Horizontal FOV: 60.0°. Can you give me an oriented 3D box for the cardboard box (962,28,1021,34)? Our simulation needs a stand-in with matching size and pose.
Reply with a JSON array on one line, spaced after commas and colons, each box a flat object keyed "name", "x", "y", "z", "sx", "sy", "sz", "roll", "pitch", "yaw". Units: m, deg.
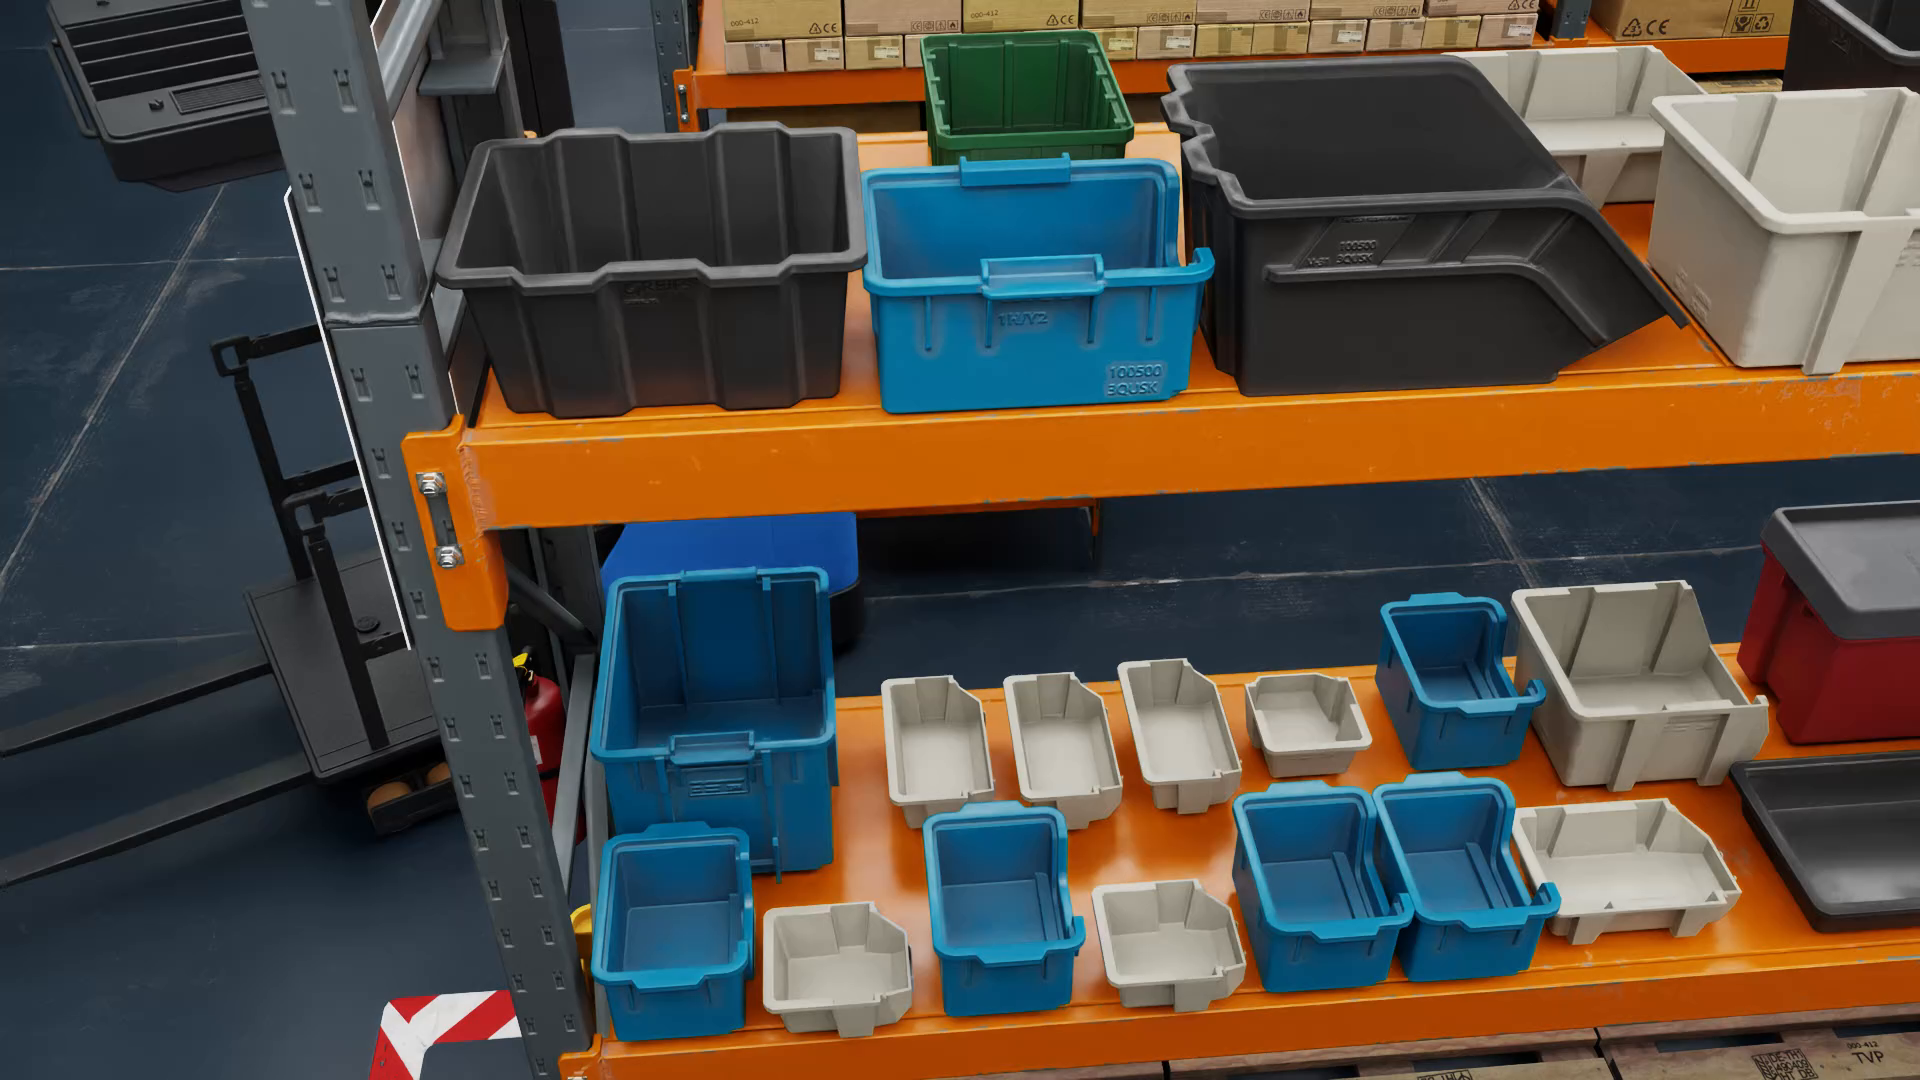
[{"name": "cardboard box", "x": 0.121, "y": -2.253, "z": 7.386, "sx": 0.250, "sy": 0.149, "sz": 0.380, "roll": -4, "pitch": 38, "yaw": -5}]

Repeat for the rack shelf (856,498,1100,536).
[{"name": "rack shelf", "x": 0.016, "y": -0.258, "z": 6.564, "sx": 1.000, "sy": 0.278, "sz": 0.538, "roll": -3, "pitch": 38, "yaw": -4}]

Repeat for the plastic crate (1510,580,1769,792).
[{"name": "plastic crate", "x": 1.600, "y": 0.352, "z": 3.930, "sx": 0.530, "sy": 0.282, "sz": 0.437, "roll": -3, "pitch": 38, "yaw": -4}]

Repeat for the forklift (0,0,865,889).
[{"name": "forklift", "x": -1.886, "y": -0.557, "z": 5.090, "sx": 3.031, "sy": 2.935, "sz": 1.130, "roll": -20, "pitch": 43, "yaw": -24}]

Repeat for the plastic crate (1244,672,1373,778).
[{"name": "plastic crate", "x": 0.808, "y": 0.437, "z": 3.940, "sx": 0.250, "sy": 0.136, "sz": 0.298, "roll": -3, "pitch": 38, "yaw": -4}]

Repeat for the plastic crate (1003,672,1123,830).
[{"name": "plastic crate", "x": 0.239, "y": 0.495, "z": 3.866, "sx": 0.243, "sy": 0.136, "sz": 0.396, "roll": -3, "pitch": 38, "yaw": -4}]

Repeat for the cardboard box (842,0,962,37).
[{"name": "cardboard box", "x": -0.266, "y": -2.428, "z": 7.287, "sx": 0.500, "sy": 0.250, "sz": 0.500, "roll": -4, "pitch": 38, "yaw": -5}]

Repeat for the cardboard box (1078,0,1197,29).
[{"name": "cardboard box", "x": 0.754, "y": -2.485, "z": 7.359, "sx": 0.500, "sy": 0.250, "sz": 0.500, "roll": -4, "pitch": 38, "yaw": -5}]

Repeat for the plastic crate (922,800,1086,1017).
[{"name": "plastic crate", "x": 0.084, "y": 0.774, "z": 3.435, "sx": 0.300, "sy": 0.233, "sz": 0.416, "roll": -3, "pitch": 38, "yaw": -4}]

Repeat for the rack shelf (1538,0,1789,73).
[{"name": "rack shelf", "x": 4.691, "y": -2.525, "z": 8.109, "sx": 4.000, "sy": 0.370, "sz": 1.077, "roll": -3, "pitch": 38, "yaw": -4}]

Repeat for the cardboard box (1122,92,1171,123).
[{"name": "cardboard box", "x": 1.138, "y": -1.992, "z": 8.229, "sx": 0.875, "sy": 0.875, "sz": 0.875, "roll": -3, "pitch": 38, "yaw": -4}]

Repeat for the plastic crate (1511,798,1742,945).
[{"name": "plastic crate", "x": 1.430, "y": 0.720, "z": 3.581, "sx": 0.466, "sy": 0.136, "sz": 0.293, "roll": -3, "pitch": 38, "yaw": -4}]

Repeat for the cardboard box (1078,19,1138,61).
[{"name": "cardboard box", "x": 0.629, "y": -2.280, "z": 7.421, "sx": 0.250, "sy": 0.149, "sz": 0.380, "roll": -4, "pitch": 38, "yaw": -5}]

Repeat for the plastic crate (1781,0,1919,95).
[{"name": "plastic crate", "x": 1.876, "y": -0.869, "z": 3.113, "sx": 0.590, "sy": 0.269, "sz": 0.497, "roll": -3, "pitch": 38, "yaw": -4}]

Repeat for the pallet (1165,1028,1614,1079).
[{"name": "pallet", "x": 1.190, "y": 1.586, "z": 4.569, "sx": 1.213, "sy": 0.211, "sz": 1.003, "roll": -3, "pitch": 38, "yaw": -4}]

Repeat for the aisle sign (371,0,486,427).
[{"name": "aisle sign", "x": -0.944, "y": -0.619, "z": 3.015, "sx": 0.004, "sy": 0.787, "sz": 0.394, "roll": -3, "pitch": 38, "yaw": -4}]

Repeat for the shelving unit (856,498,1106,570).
[{"name": "shelving unit", "x": 0.016, "y": -0.450, "z": 6.412, "sx": 1.048, "sy": 1.125, "sz": 0.538, "roll": -3, "pitch": 38, "yaw": -4}]

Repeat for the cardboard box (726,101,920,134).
[{"name": "cardboard box", "x": -0.655, "y": -1.893, "z": 8.104, "sx": 0.875, "sy": 0.875, "sz": 0.875, "roll": -3, "pitch": 38, "yaw": -4}]

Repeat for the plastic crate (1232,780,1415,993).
[{"name": "plastic crate", "x": 0.740, "y": 0.738, "z": 3.480, "sx": 0.300, "sy": 0.233, "sz": 0.416, "roll": -3, "pitch": 38, "yaw": -4}]

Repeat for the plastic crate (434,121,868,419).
[{"name": "plastic crate", "x": -0.439, "y": -0.397, "z": 2.516, "sx": 0.590, "sy": 0.269, "sz": 0.497, "roll": -3, "pitch": 38, "yaw": -4}]

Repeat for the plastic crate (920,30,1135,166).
[{"name": "plastic crate", "x": 0.110, "y": -0.747, "z": 3.024, "sx": 0.336, "sy": 0.188, "sz": 0.450, "roll": -3, "pitch": 38, "yaw": -4}]

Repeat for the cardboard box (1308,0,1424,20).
[{"name": "cardboard box", "x": 1.767, "y": -2.539, "z": 7.427, "sx": 0.500, "sy": 0.250, "sz": 0.500, "roll": -2, "pitch": 38, "yaw": -3}]

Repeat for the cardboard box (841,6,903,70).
[{"name": "cardboard box", "x": -0.392, "y": -2.224, "z": 7.350, "sx": 0.250, "sy": 0.149, "sz": 0.380, "roll": -4, "pitch": 38, "yaw": -5}]

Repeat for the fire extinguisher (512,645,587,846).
[{"name": "fire extinguisher", "x": -1.037, "y": 0.483, "z": 4.080, "sx": 0.183, "sy": 0.674, "sz": 0.296, "roll": -3, "pitch": 38, "yaw": -4}]

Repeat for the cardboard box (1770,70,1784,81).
[{"name": "cardboard box", "x": 4.224, "y": -2.125, "z": 8.398, "sx": 0.875, "sy": 0.875, "sz": 1.225, "roll": -4, "pitch": 38, "yaw": -6}]

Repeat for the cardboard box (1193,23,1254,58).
[{"name": "cardboard box", "x": 1.144, "y": -2.309, "z": 7.458, "sx": 0.250, "sy": 0.149, "sz": 0.380, "roll": -4, "pitch": 38, "yaw": -5}]

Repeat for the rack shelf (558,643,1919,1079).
[{"name": "rack shelf", "x": 1.145, "y": 0.751, "z": 3.958, "sx": 4.000, "sy": 0.370, "sz": 1.077, "roll": -3, "pitch": 38, "yaw": -4}]

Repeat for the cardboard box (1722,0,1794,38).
[{"name": "cardboard box", "x": 3.680, "y": -2.636, "z": 7.588, "sx": 0.500, "sy": 0.500, "sz": 0.500, "roll": -3, "pitch": 38, "yaw": -4}]

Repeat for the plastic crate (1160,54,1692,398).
[{"name": "plastic crate", "x": 0.699, "y": -0.489, "z": 2.577, "sx": 0.767, "sy": 0.338, "sz": 0.504, "roll": -3, "pitch": 38, "yaw": -4}]

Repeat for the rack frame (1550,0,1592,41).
[{"name": "rack frame", "x": 2.699, "y": -2.697, "z": 7.747, "sx": 0.127, "sy": 3.000, "sz": 1.000, "roll": -3, "pitch": 38, "yaw": -4}]

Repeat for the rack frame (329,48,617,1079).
[{"name": "rack frame", "x": -0.847, "y": 0.578, "z": 3.596, "sx": 0.127, "sy": 3.000, "sz": 1.000, "roll": -3, "pitch": 38, "yaw": -4}]

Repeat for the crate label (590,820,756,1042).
[{"name": "crate label", "x": -0.572, "y": 0.810, "z": 3.389, "sx": 0.303, "sy": 0.233, "sz": 0.416, "roll": -3, "pitch": 38, "yaw": -4}]

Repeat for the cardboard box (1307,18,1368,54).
[{"name": "cardboard box", "x": 1.656, "y": -2.338, "z": 7.494, "sx": 0.250, "sy": 0.149, "sz": 0.380, "roll": -2, "pitch": 38, "yaw": -3}]

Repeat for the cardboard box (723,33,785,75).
[{"name": "cardboard box", "x": -0.903, "y": -2.195, "z": 7.313, "sx": 0.250, "sy": 0.149, "sz": 0.380, "roll": -3, "pitch": 38, "yaw": -3}]

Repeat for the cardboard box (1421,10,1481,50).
[{"name": "cardboard box", "x": 2.167, "y": -2.366, "z": 7.529, "sx": 0.250, "sy": 0.149, "sz": 0.380, "roll": -2, "pitch": 38, "yaw": -3}]

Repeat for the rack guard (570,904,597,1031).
[{"name": "rack guard", "x": -0.870, "y": 1.569, "z": 4.358, "sx": 0.348, "sy": 0.500, "sz": 1.175, "roll": -3, "pitch": 38, "yaw": -4}]
